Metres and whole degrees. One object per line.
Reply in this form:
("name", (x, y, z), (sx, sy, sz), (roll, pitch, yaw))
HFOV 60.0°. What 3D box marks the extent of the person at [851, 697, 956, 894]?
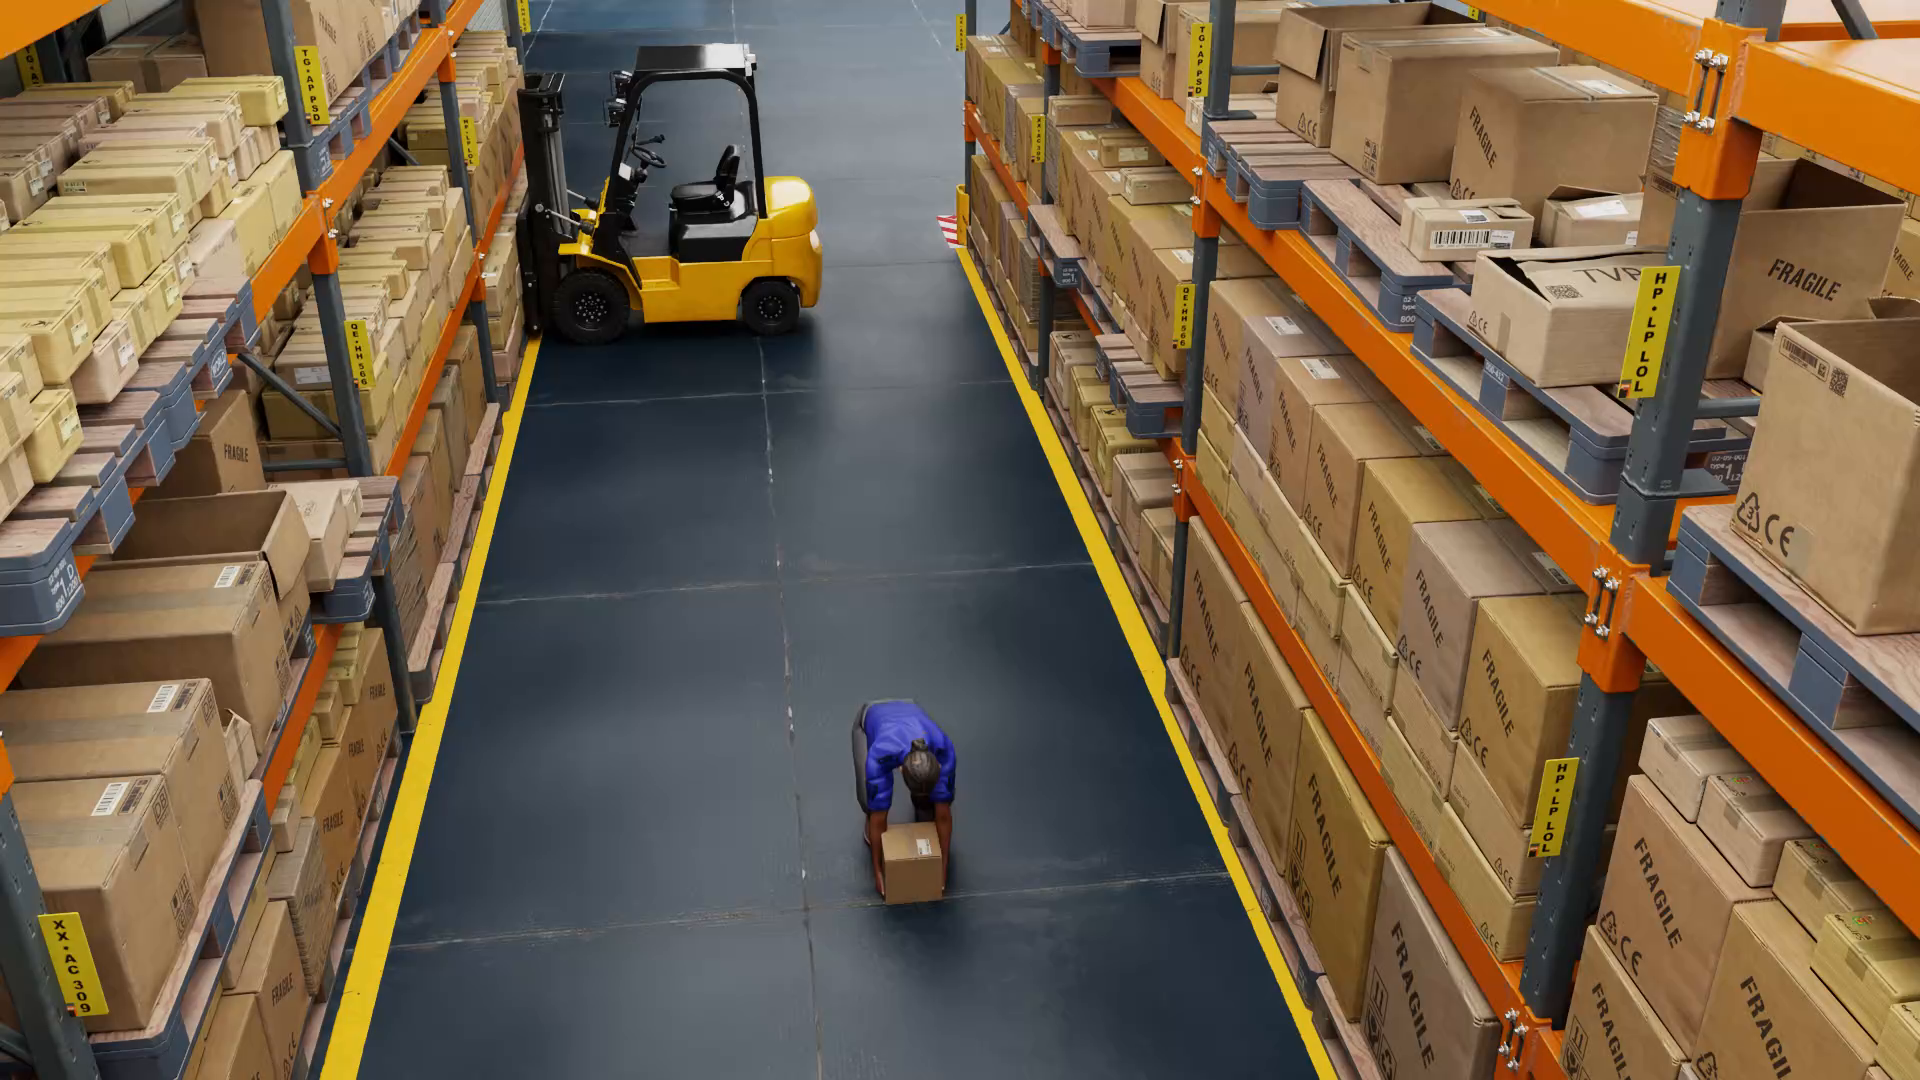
("person", (-0.252, 1.084, 7.548), (0.449, 0.751, 0.851), (-4, 28, -8))
